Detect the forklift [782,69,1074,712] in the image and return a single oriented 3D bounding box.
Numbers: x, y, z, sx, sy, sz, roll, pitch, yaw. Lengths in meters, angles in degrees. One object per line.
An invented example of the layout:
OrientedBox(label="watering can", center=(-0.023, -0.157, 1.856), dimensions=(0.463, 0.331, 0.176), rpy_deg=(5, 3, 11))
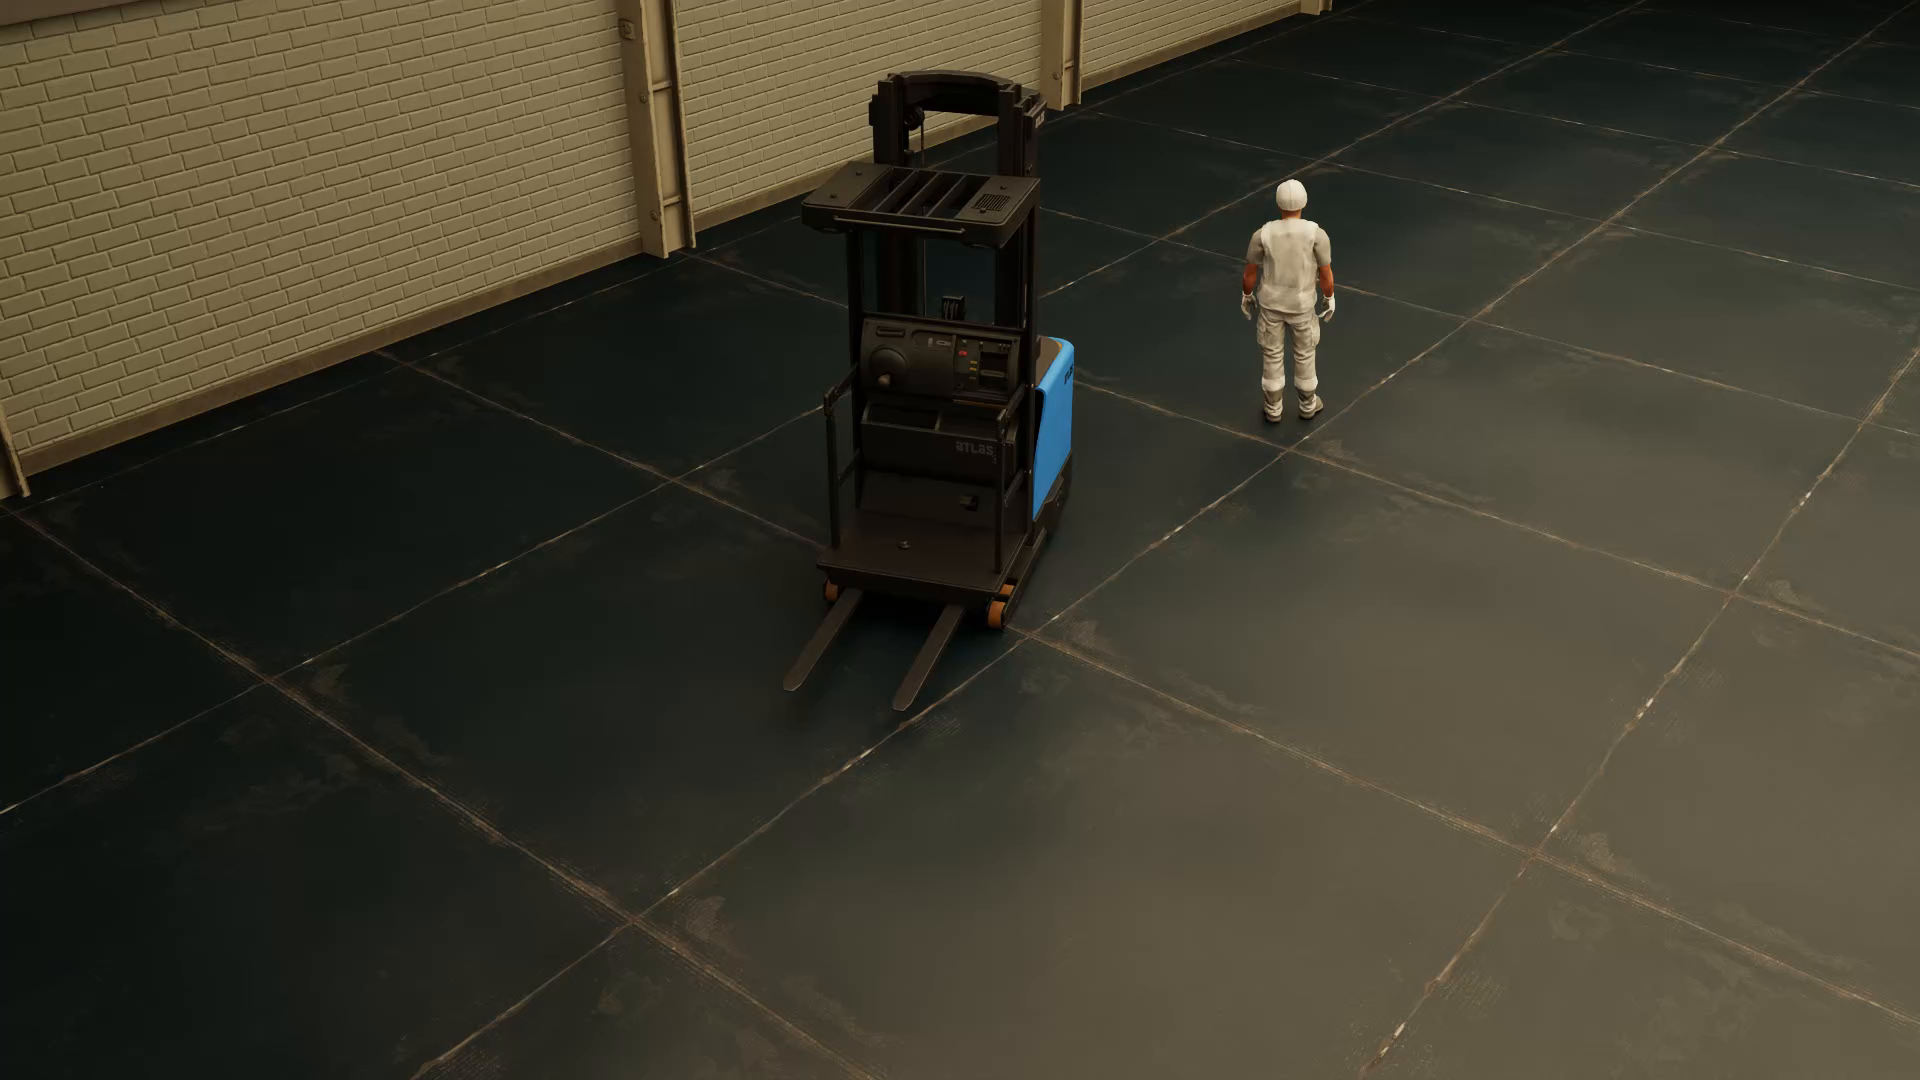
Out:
OrientedBox(label="forklift", center=(-0.176, -0.972, 9.258), dimensions=(1.130, 2.935, 3.031), rpy_deg=(9, 31, 14))

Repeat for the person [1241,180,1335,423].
OrientedBox(label="person", center=(2.290, -1.675, 11.579), dimensions=(0.638, 1.788, 0.562), rpy_deg=(8, 31, 14))
